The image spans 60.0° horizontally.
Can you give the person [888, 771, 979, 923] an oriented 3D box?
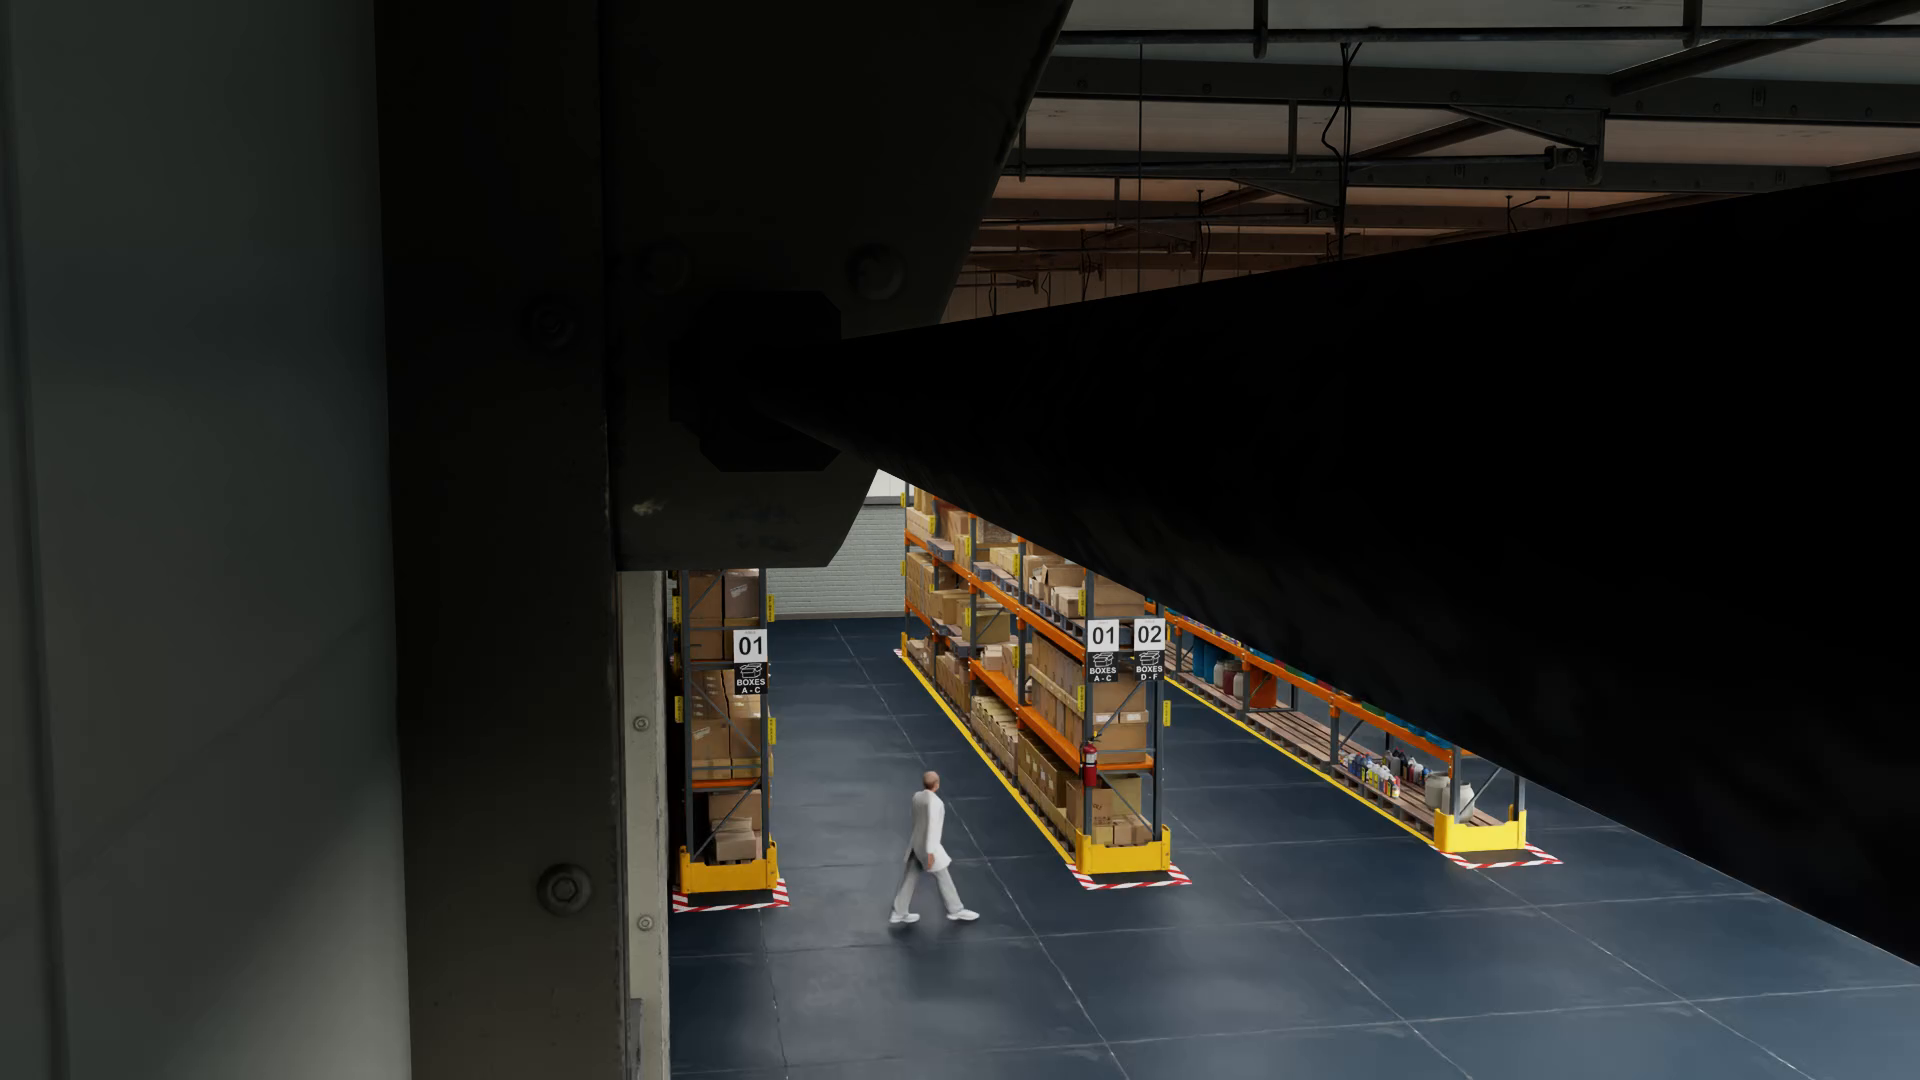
[{"bbox_3d":[-0.324,3.483,18.936,1.030,1.723,0.654,-2,6,-22],"label":"person"}]
